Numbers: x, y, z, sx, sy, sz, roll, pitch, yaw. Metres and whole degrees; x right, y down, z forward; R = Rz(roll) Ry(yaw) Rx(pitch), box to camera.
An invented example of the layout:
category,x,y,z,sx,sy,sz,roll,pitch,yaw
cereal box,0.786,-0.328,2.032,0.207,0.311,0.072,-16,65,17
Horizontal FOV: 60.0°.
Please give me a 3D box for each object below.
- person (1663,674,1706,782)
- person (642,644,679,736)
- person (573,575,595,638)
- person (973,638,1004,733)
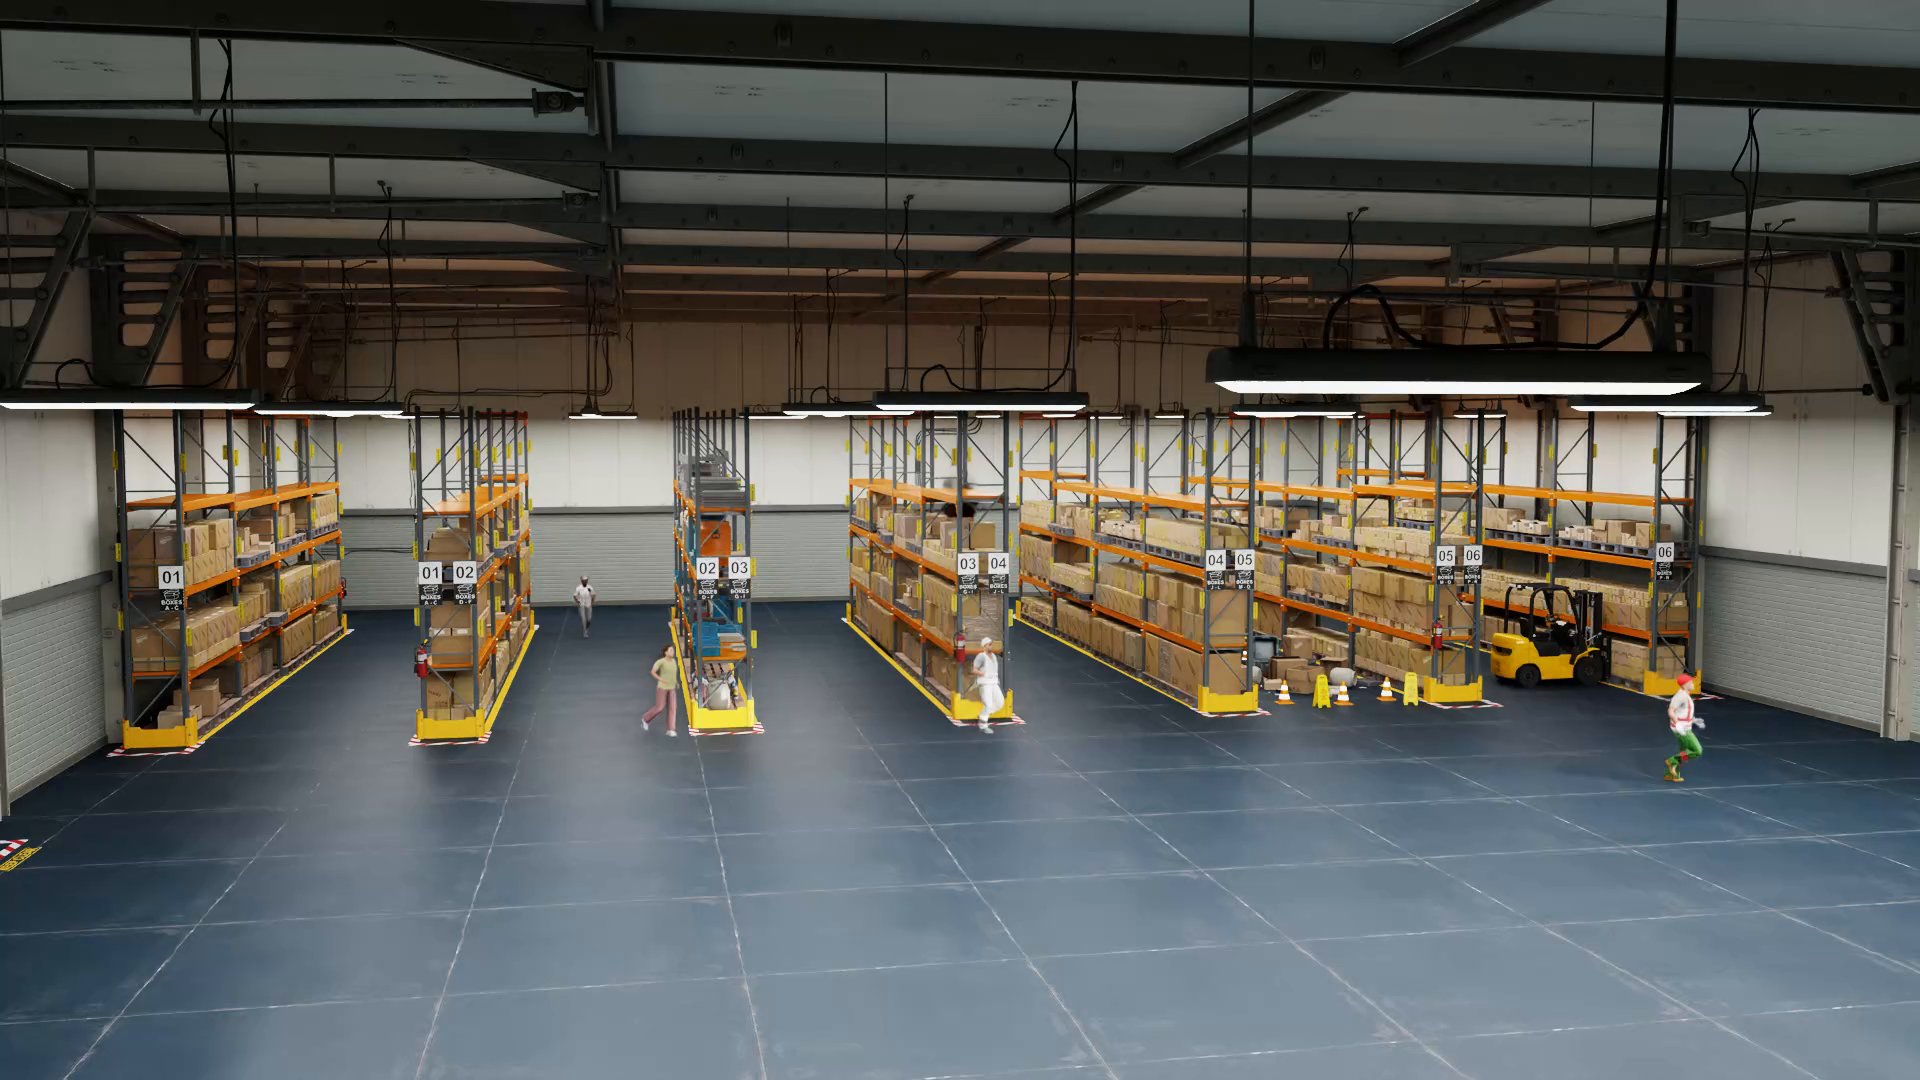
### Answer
category,x,y,z,sx,sy,sz,roll,pitch,yaw
person,11.497,2.987,26.383,0.590,1.719,0.608,2,5,28
person,-5.357,2.726,30.464,0.933,1.630,0.634,4,5,42
person,-9.960,1.758,44.166,0.598,1.657,0.539,-2,4,-21
person,0.543,2.674,30.619,0.584,1.752,0.684,4,5,41
